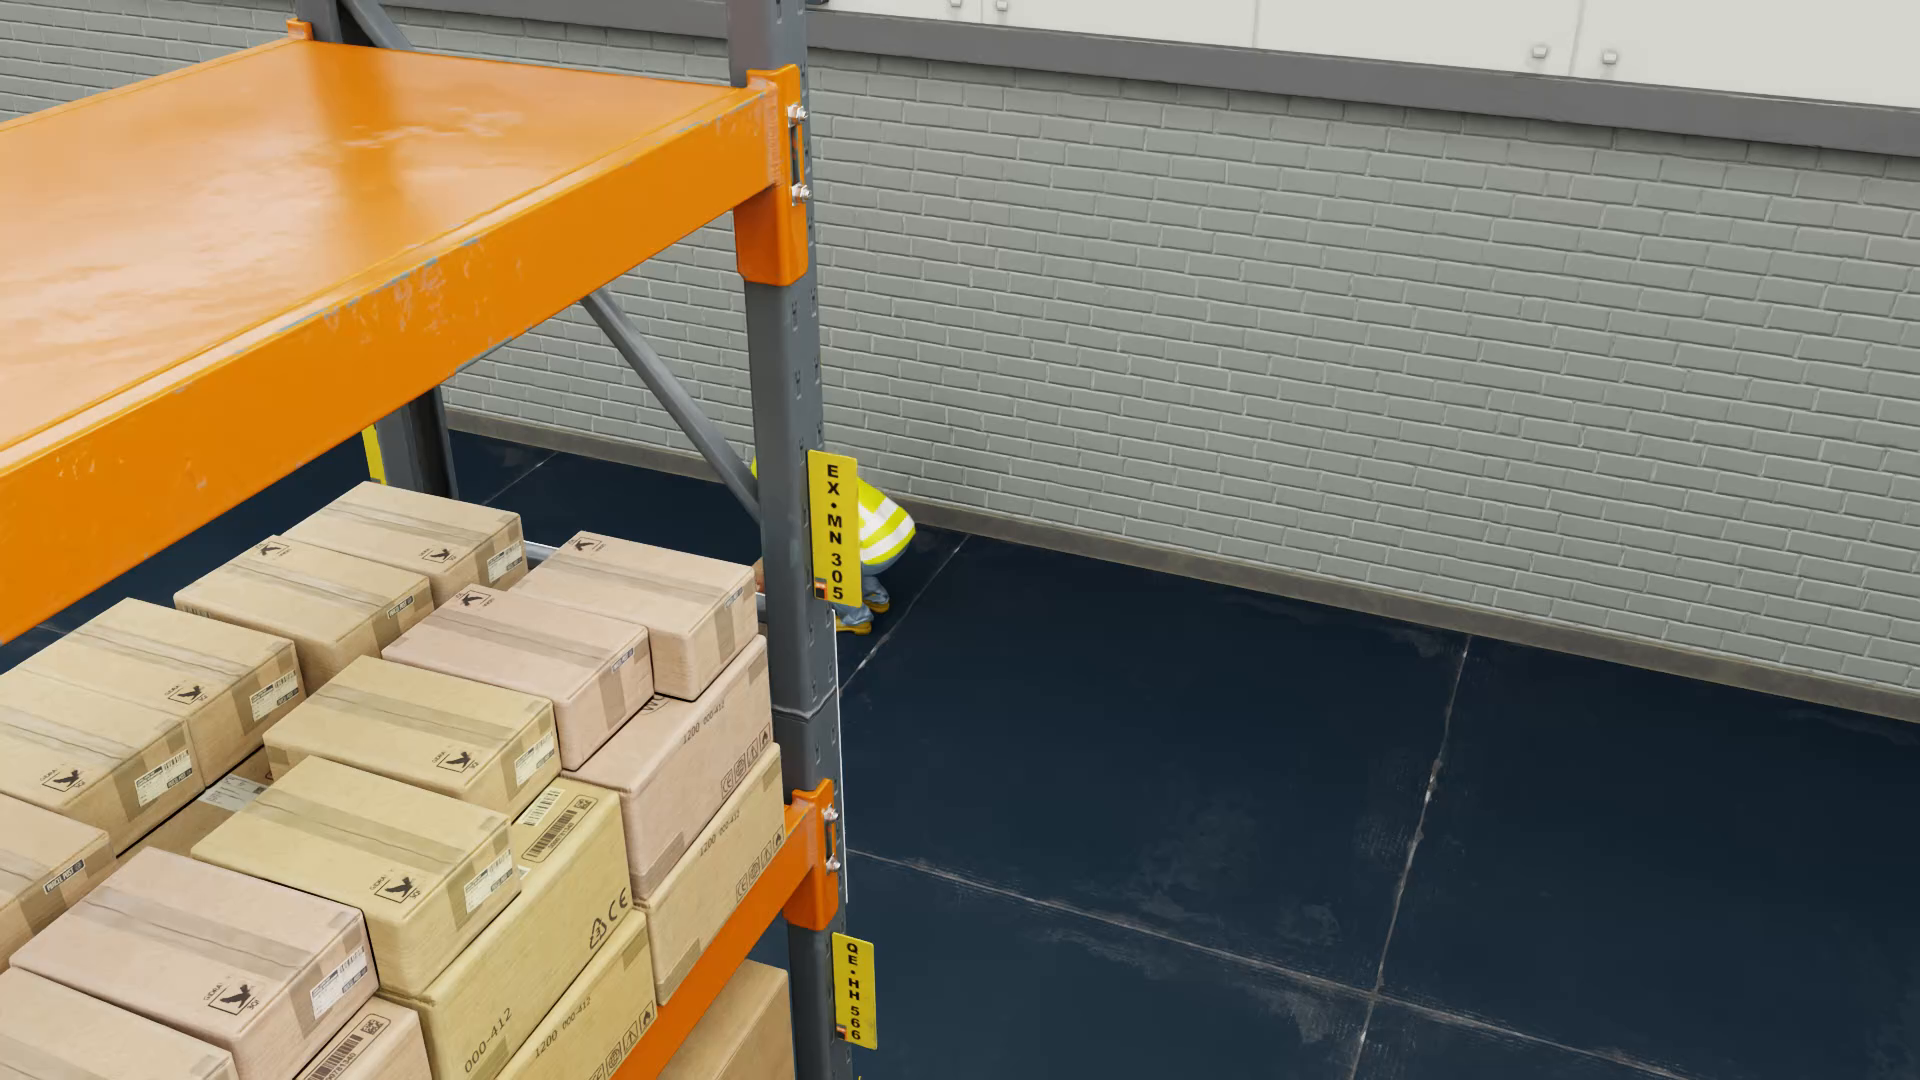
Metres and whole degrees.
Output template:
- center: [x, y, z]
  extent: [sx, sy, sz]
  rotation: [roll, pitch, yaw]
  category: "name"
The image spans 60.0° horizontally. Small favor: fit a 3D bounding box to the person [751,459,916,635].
- center: [-0.712, 0.002, 9.162]
  extent: [0.891, 0.994, 0.584]
  rotation: [11, 31, 19]
  category: "person"
